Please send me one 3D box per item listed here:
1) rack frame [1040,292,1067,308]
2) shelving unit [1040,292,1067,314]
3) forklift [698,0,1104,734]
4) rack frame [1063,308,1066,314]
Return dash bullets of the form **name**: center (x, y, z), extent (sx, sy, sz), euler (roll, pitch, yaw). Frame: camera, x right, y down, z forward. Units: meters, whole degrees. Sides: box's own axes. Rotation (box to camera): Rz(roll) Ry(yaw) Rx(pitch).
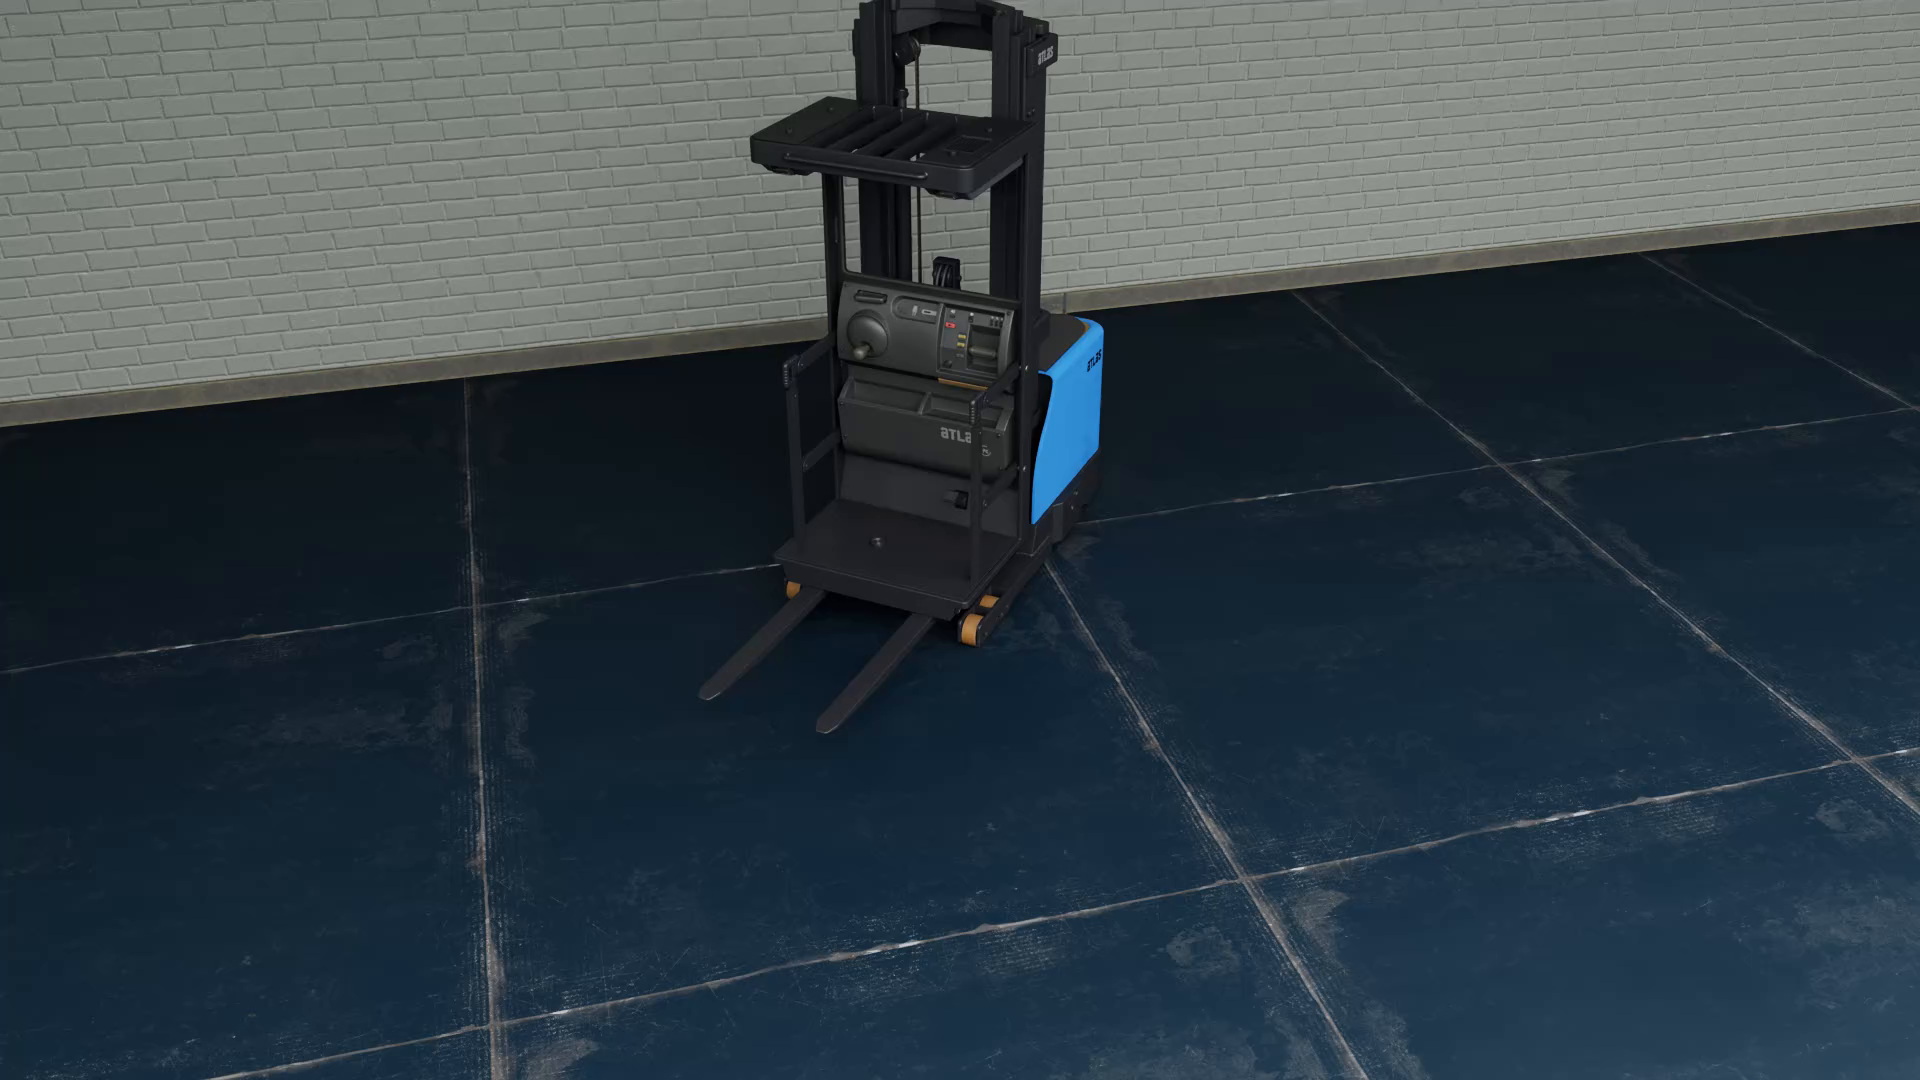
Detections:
- **rack frame**: center (0.518, -0.981, 9.898), extent (0.200, 1.050, 0.008), euler (2, 30, 4)
- **shelving unit**: center (0.509, -0.921, 9.792), extent (0.215, 1.050, 0.252), euler (2, 30, 4)
- **forklift**: center (-0.262, -0.981, 8.020), extent (1.130, 2.935, 3.031), euler (13, 32, 21)
- **rack frame**: center (0.499, -0.860, 9.687), extent (0.200, 1.050, 0.008), euler (2, 30, 4)
